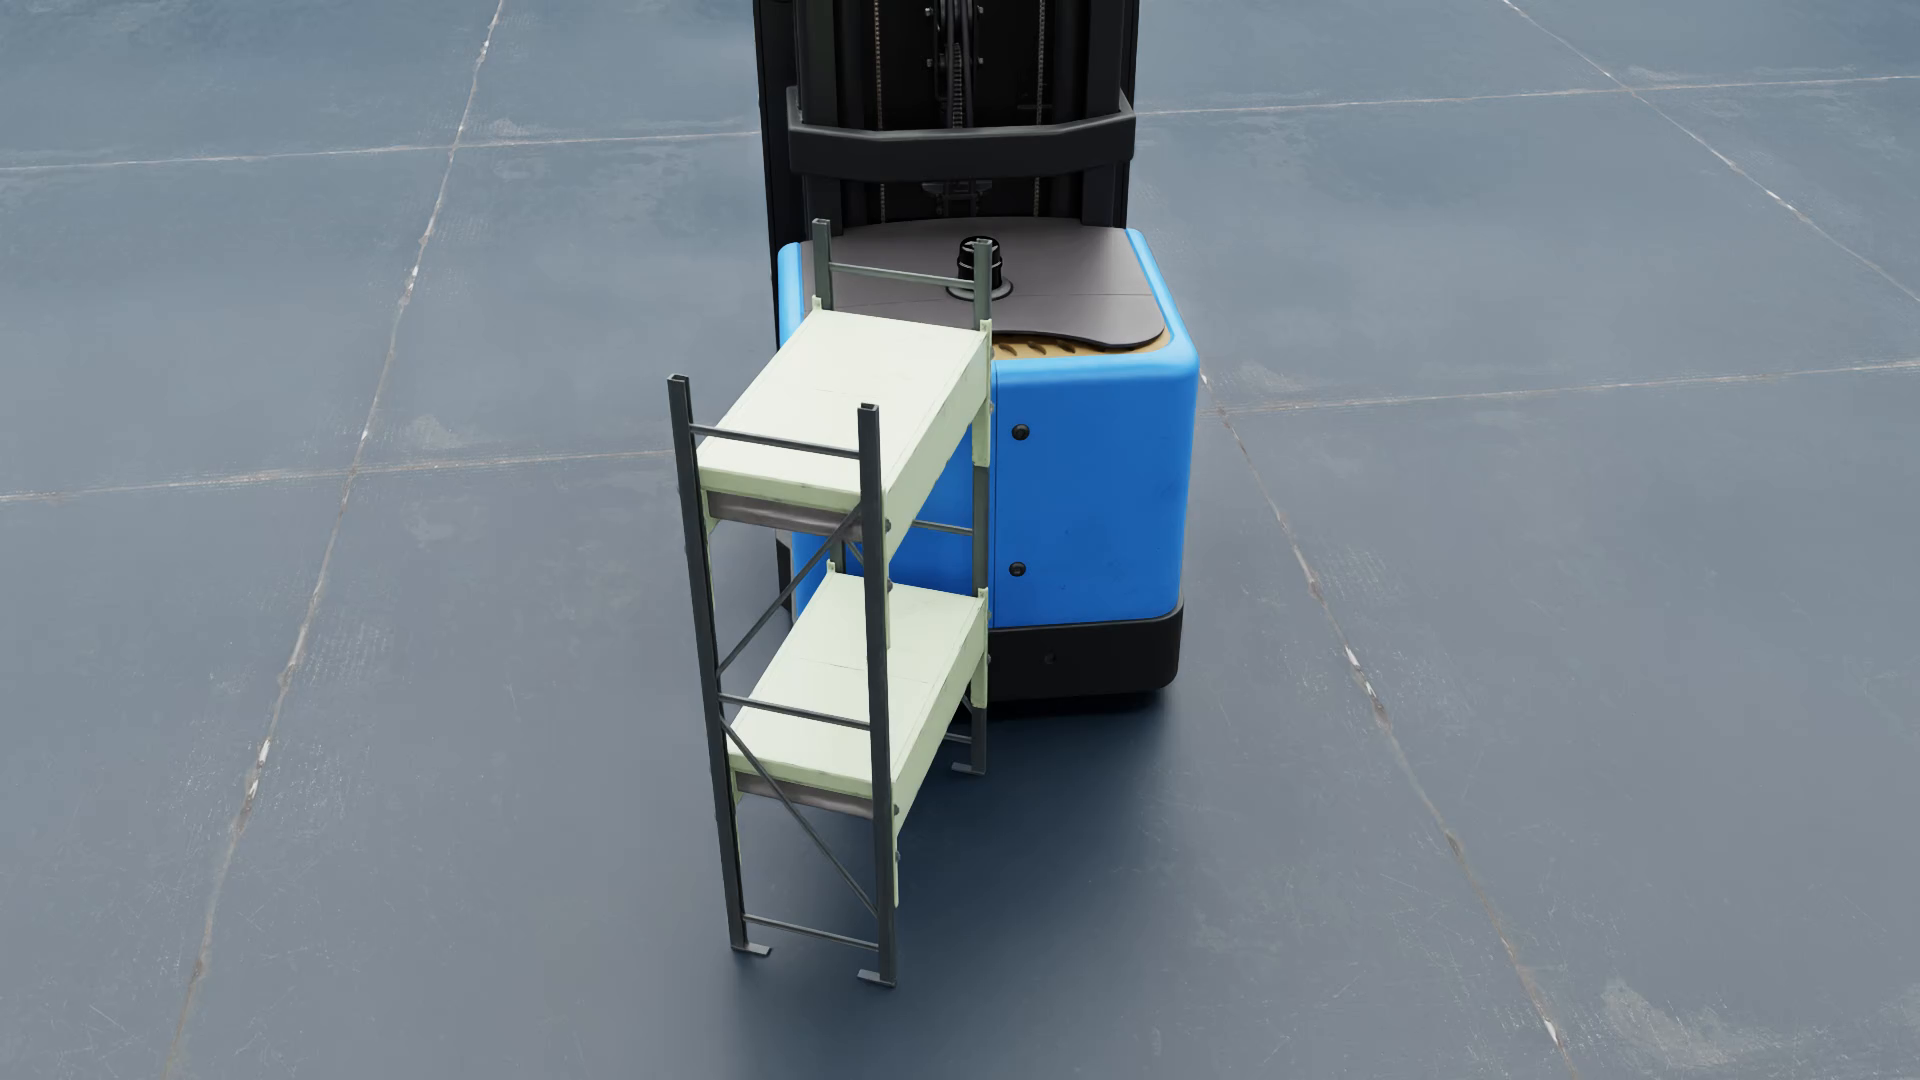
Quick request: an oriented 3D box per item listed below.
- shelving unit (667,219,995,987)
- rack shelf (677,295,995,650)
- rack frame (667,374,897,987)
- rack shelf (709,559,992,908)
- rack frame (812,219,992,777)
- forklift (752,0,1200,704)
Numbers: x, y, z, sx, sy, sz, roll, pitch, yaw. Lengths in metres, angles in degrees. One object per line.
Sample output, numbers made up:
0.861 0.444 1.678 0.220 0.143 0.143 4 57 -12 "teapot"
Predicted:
-0.232 0.157 3.688 0.431 1.500 0.755 10 35 14 "shelving unit"
-0.232 -0.165 3.468 0.431 0.370 0.720 10 35 14 "rack shelf"
-0.337 0.354 3.398 0.400 1.500 0.023 10 35 14 "rack frame"
-0.232 0.426 3.871 0.431 0.370 0.720 10 35 14 "rack shelf"
-0.126 -0.040 3.977 0.400 1.500 0.023 10 35 14 "rack frame"
-0.064 -1.564 4.942 1.130 2.935 3.031 -3 34 -5 "forklift"
